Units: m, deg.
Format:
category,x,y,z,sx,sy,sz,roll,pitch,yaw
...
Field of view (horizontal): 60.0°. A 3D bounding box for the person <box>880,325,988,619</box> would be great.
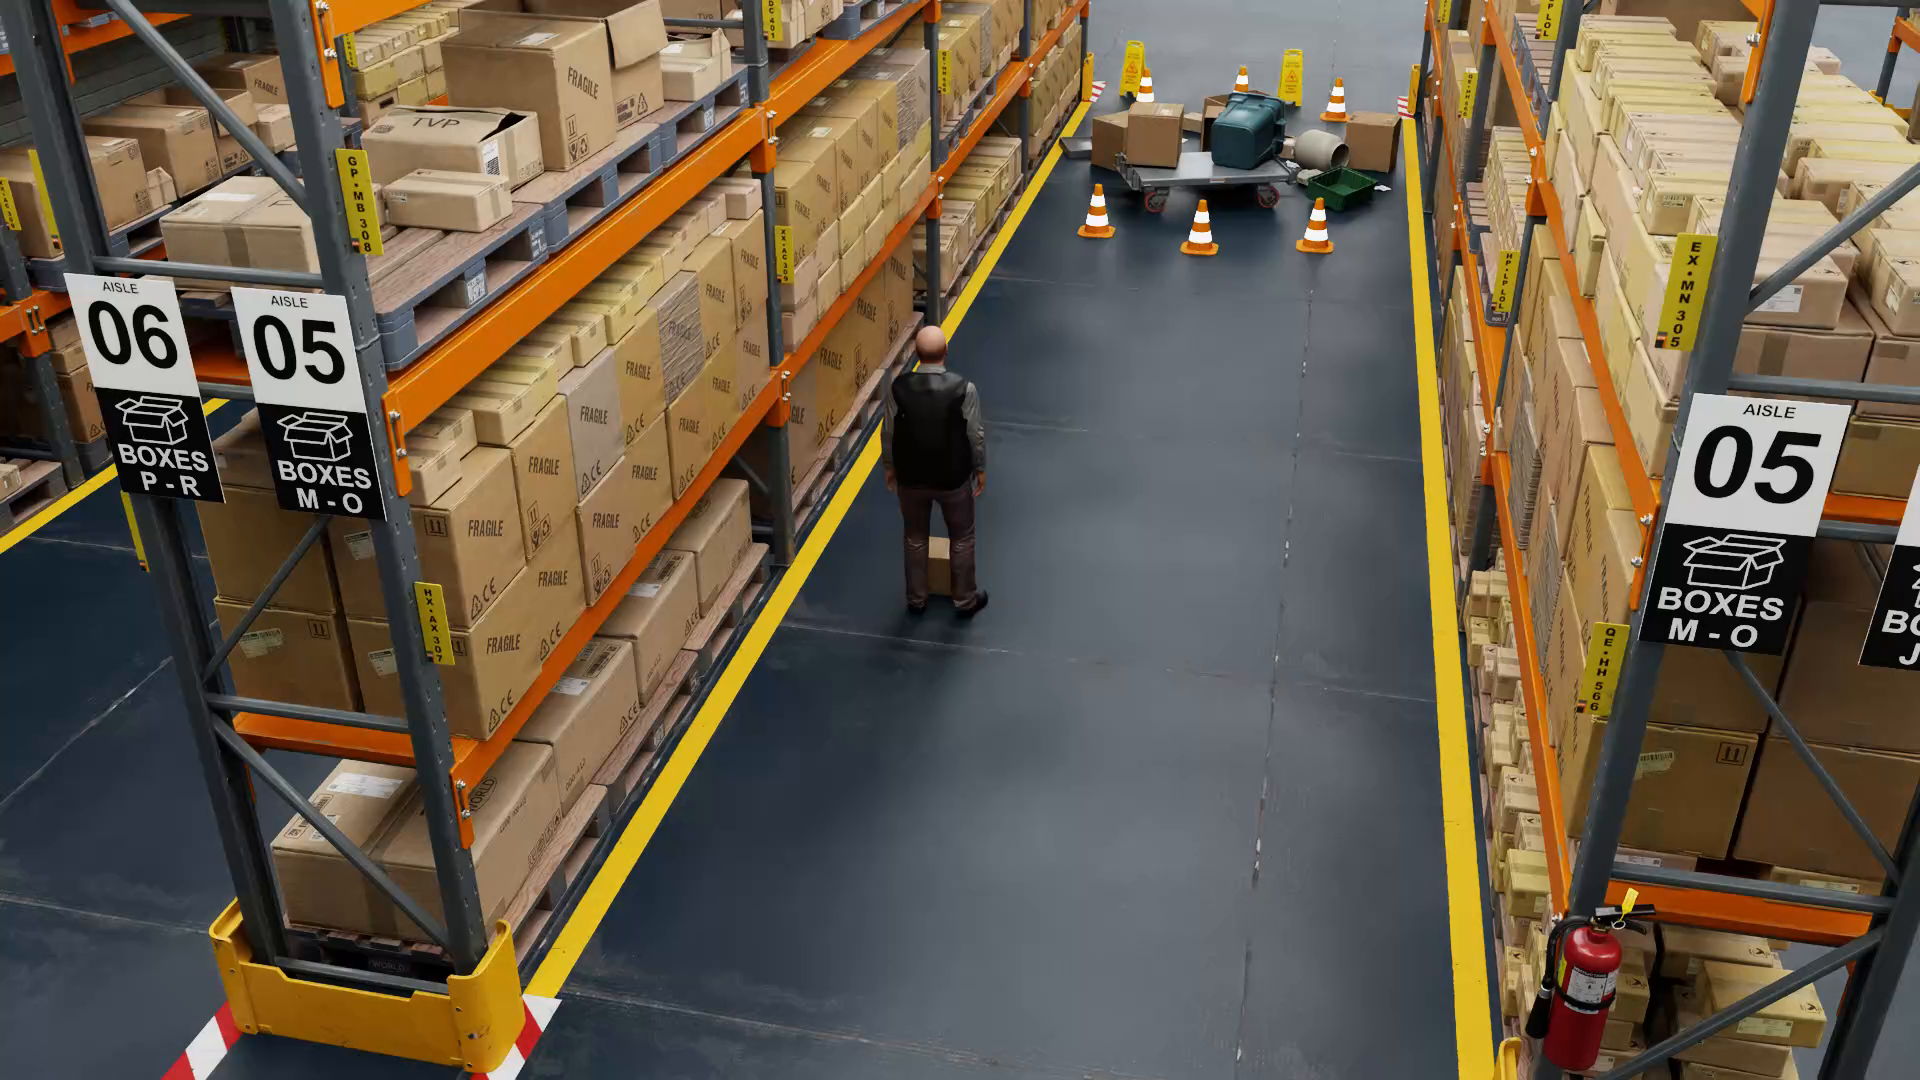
category,x,y,z,sx,sy,sz,roll,pitch,yaw
person,-0.145,-0.356,9.300,0.594,1.721,0.422,4,29,8
